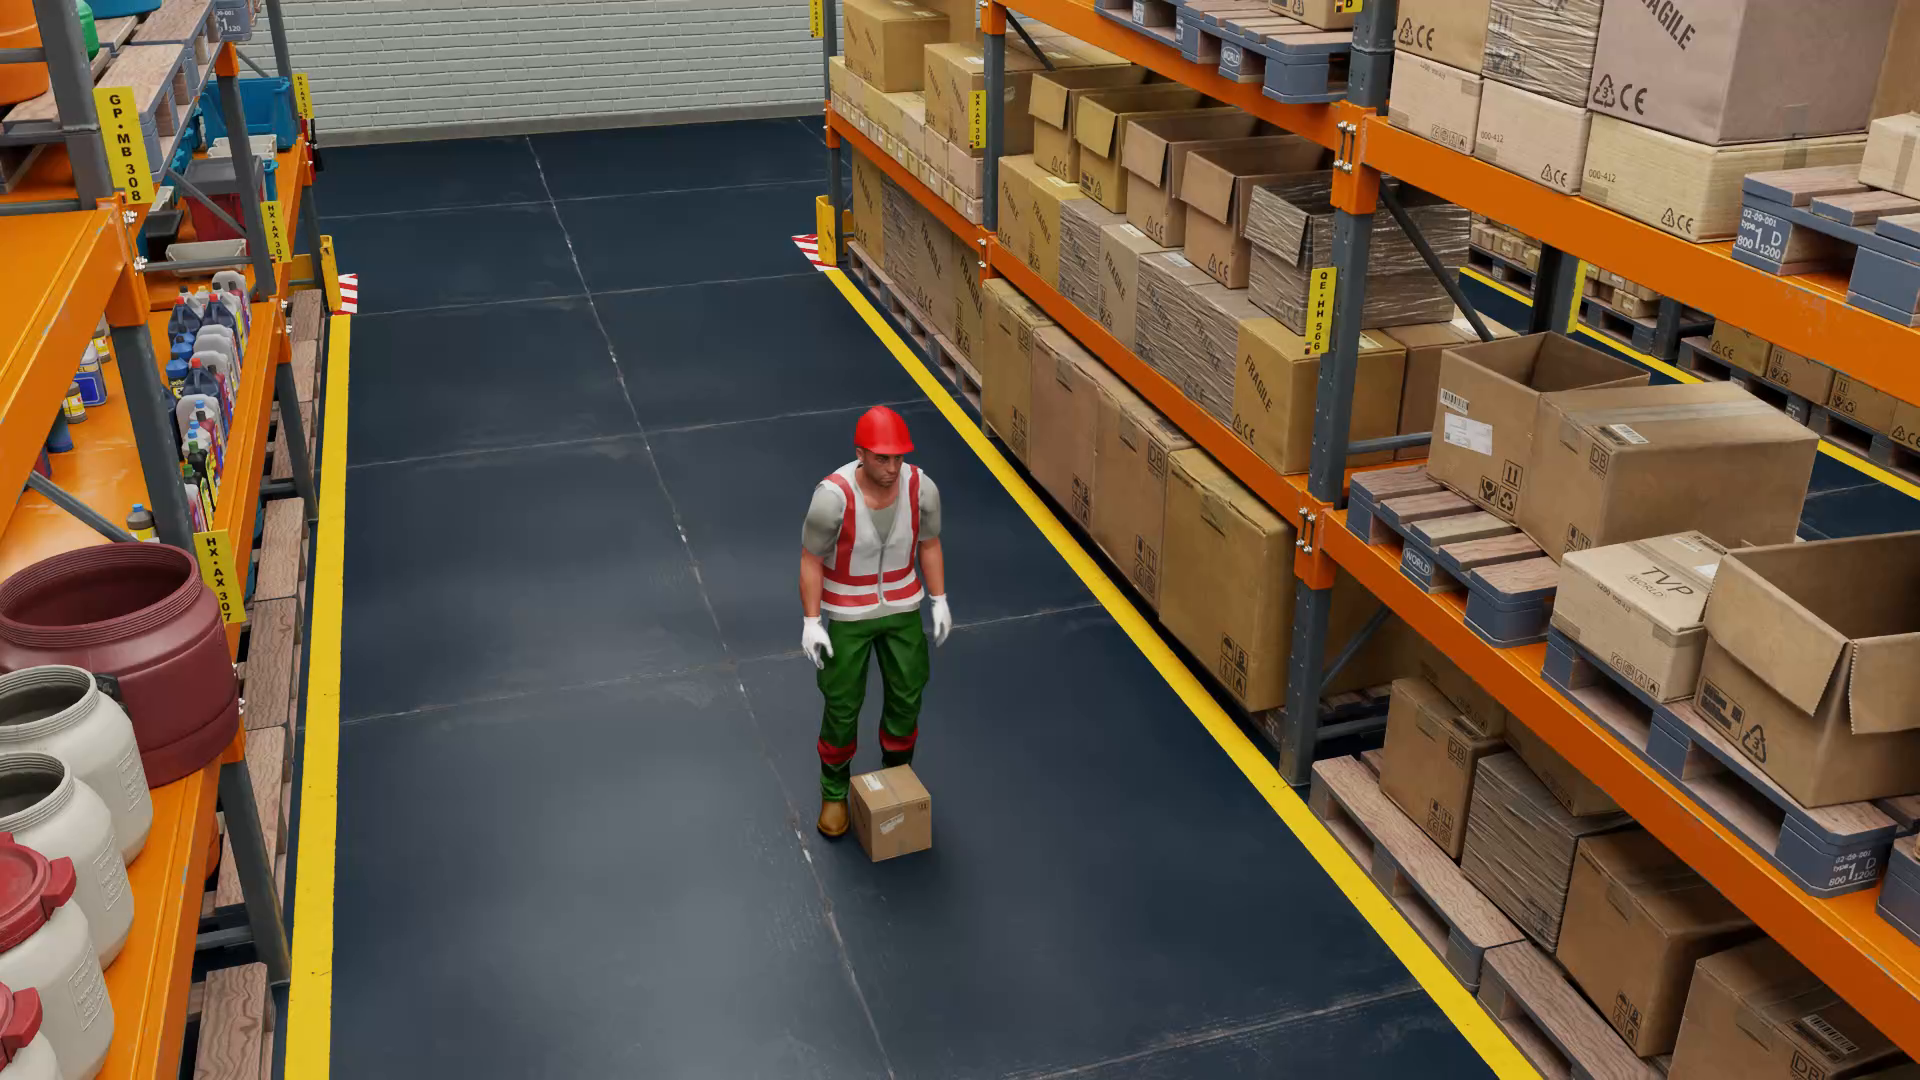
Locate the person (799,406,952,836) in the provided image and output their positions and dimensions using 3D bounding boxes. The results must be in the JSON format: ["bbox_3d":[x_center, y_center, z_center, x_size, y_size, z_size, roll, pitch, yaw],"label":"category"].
[{"bbox_3d":[-0.326,0.301,6.481,0.620,1.780,0.446,-10,28,-19],"label":"person"}]
